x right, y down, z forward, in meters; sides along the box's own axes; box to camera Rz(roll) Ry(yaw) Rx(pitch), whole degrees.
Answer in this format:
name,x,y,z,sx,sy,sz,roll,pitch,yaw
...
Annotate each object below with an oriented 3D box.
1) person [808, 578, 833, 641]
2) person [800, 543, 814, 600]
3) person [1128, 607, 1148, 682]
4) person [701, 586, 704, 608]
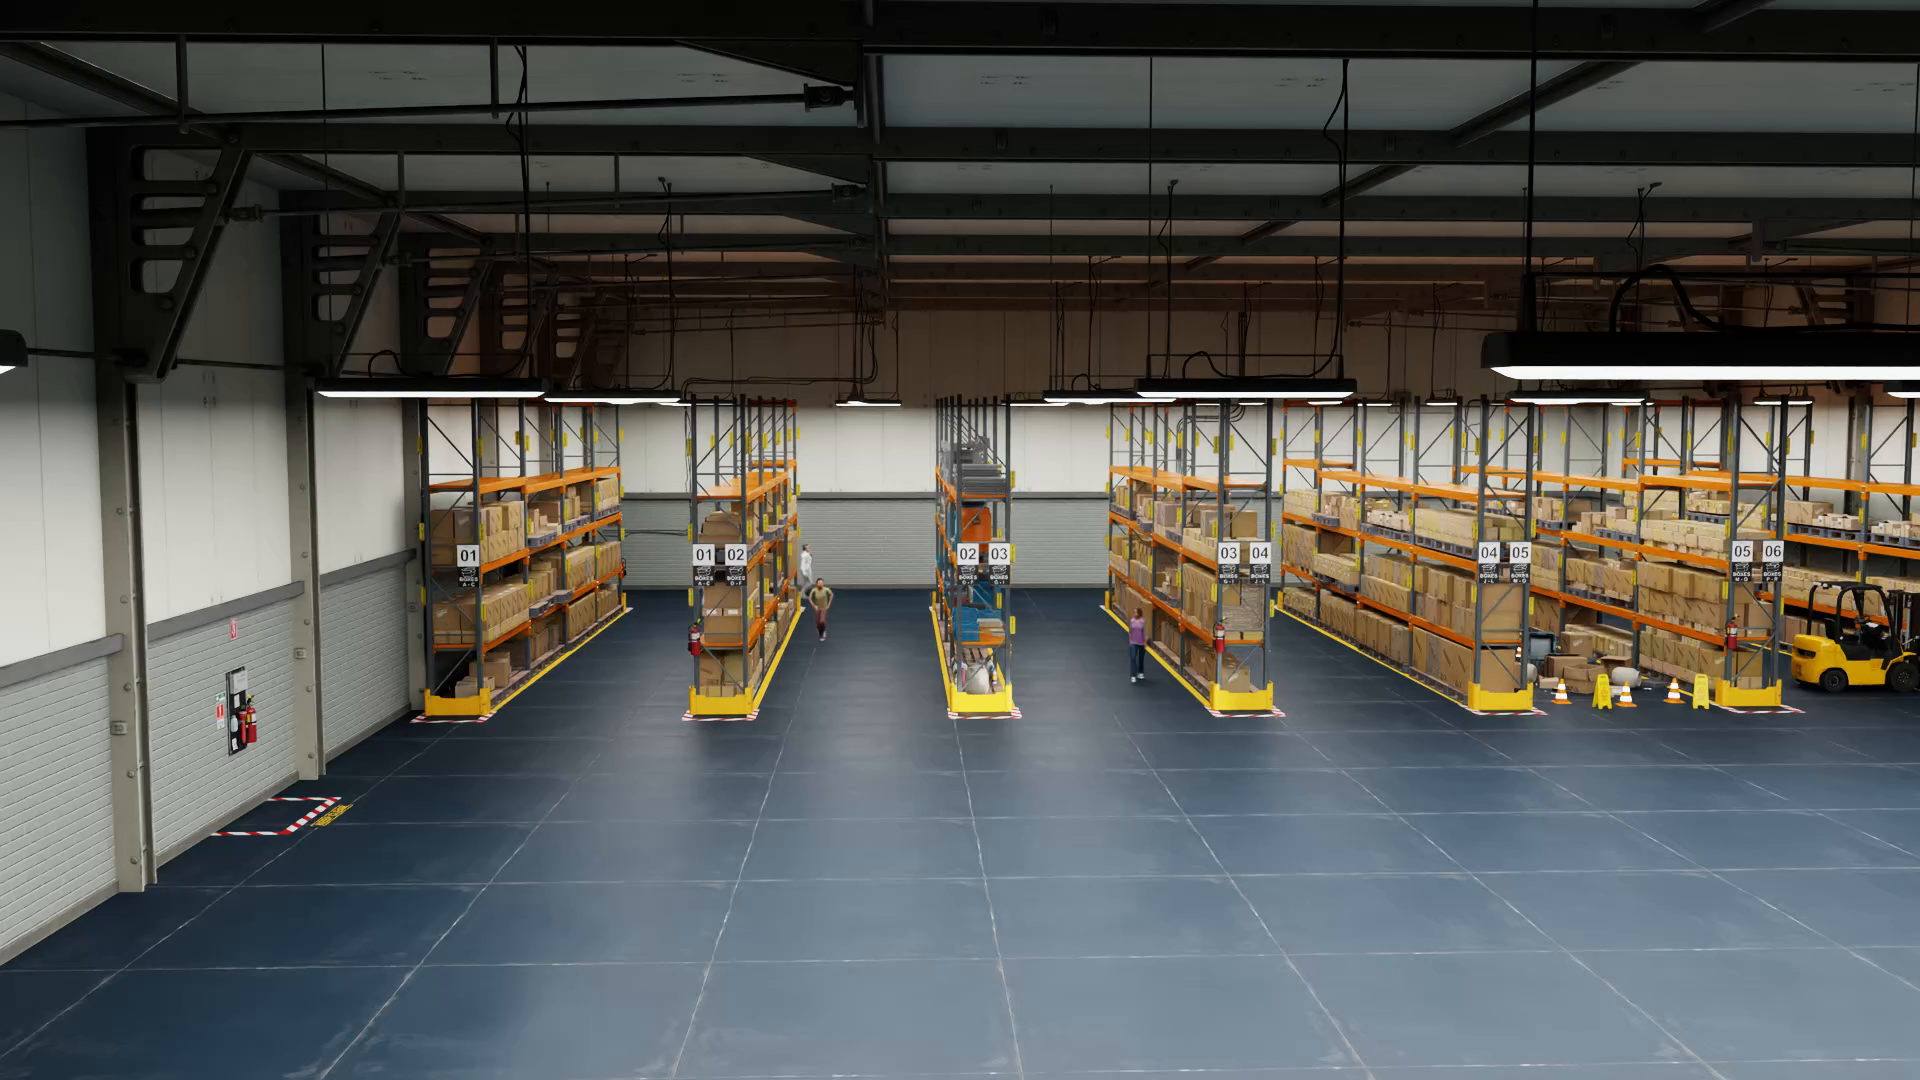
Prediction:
name,x,y,z,sx,sy,sz,roll,pitch,yaw
person,-3.423,1.721,40.988,0.571,1.563,0.694,1,5,7
person,-4.609,0.936,50.043,0.395,1.691,0.499,0,4,-1
person,3.736,2.181,34.893,0.436,1.551,0.903,1,5,11
person,-7.167,1.138,46.920,0.481,1.791,0.589,-3,6,-35
